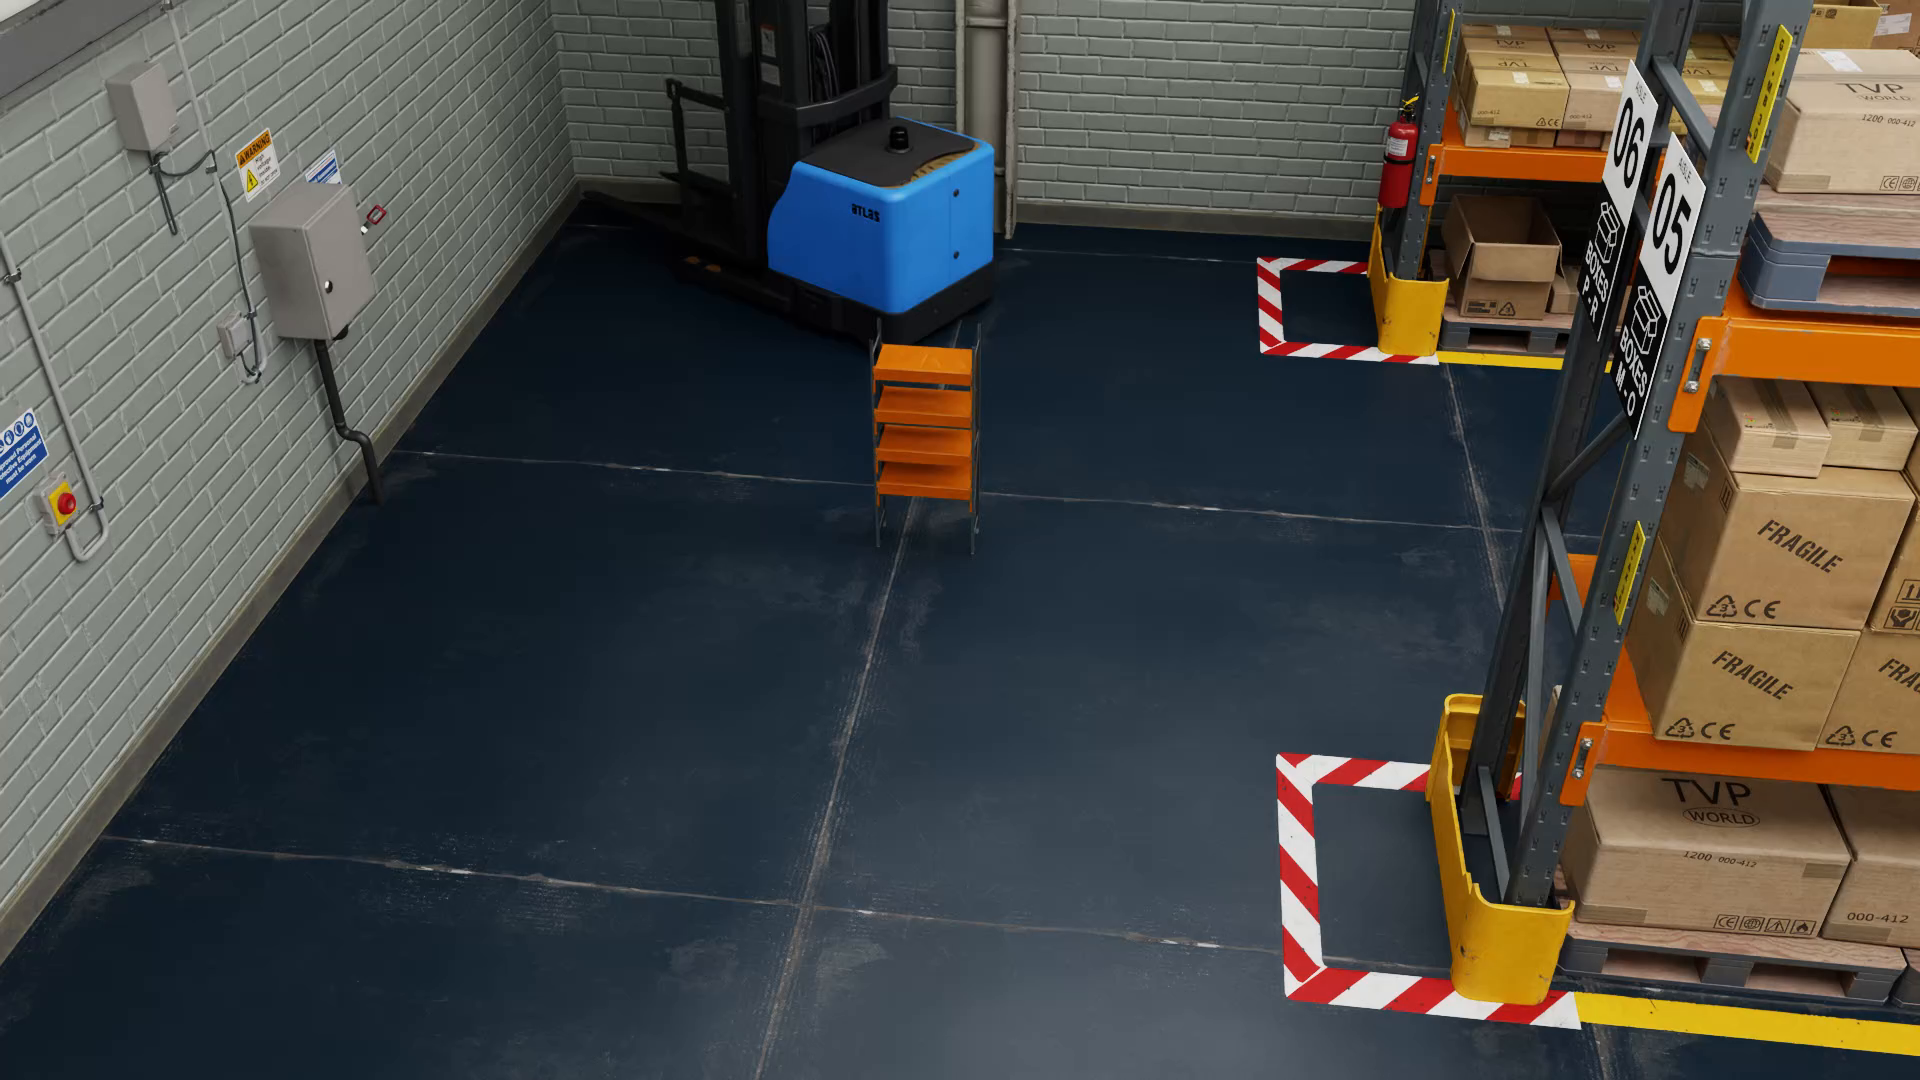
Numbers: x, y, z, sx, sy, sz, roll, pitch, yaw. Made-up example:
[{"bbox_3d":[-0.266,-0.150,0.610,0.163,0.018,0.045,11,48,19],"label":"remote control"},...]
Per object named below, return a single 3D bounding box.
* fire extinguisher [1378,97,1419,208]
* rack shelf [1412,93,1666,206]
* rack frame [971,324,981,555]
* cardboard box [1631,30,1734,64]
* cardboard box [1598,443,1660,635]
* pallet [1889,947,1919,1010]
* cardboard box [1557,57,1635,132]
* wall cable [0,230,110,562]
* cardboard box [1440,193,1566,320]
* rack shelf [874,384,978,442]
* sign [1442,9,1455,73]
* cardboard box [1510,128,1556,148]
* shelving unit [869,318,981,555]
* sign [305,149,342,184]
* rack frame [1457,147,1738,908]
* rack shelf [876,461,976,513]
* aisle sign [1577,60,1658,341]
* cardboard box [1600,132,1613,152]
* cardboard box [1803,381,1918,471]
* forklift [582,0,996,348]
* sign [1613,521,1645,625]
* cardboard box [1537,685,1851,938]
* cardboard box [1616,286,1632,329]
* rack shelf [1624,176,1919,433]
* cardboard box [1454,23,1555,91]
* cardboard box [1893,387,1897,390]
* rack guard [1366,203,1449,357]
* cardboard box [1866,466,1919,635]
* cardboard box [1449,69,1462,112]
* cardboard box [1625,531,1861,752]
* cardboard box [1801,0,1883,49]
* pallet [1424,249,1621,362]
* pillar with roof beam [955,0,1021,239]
[{"bbox_3d":[2.538,-2.254,9.571,0.183,0.674,0.296,4,36,6],"label":"fire extinguisher"},{"bbox_3d":[4.727,-2.252,9.800,4.000,0.370,1.077,4,36,6],"label":"rack shelf"},{"bbox_3d":[0.078,-0.483,8.250,0.015,1.200,0.240,4,36,6],"label":"rack frame"},{"bbox_3d":[4.235,-2.794,9.812,0.500,0.250,0.500,5,36,7],"label":"cardboard box"},{"bbox_3d":[2.627,0.010,5.925,0.500,0.500,0.500,4,36,6],"label":"cardboard box"},{"bbox_3d":[4.124,1.408,6.452,1.213,0.211,1.003,4,36,6],"label":"pallet"},{"bbox_3d":[3.659,-2.527,9.439,0.500,0.250,0.500,5,36,6],"label":"cardboard box"},{"bbox_3d":[-3.481,-0.663,6.052,0.123,1.953,0.585,4,36,6],"label":"wall cable"},{"bbox_3d":[3.338,-1.748,10.262,0.637,0.503,0.797,3,36,4],"label":"cardboard box"},{"bbox_3d":[-0.164,-0.628,8.185,0.480,0.148,0.258,4,36,6],"label":"rack shelf"},{"bbox_3d":[2.674,-2.733,9.109,0.005,0.325,0.100,4,36,6],"label":"sign"},{"bbox_3d":[3.292,-2.416,9.627,0.250,0.149,0.380,5,36,7],"label":"cardboard box"},{"bbox_3d":[-0.164,-0.501,8.276,0.503,1.200,0.258,4,36,6],"label":"shelving unit"},{"bbox_3d":[-3.211,-1.697,8.485,0.001,0.494,0.329,4,36,6],"label":"sign"},{"bbox_3d":[2.115,0.167,5.791,0.127,3.000,1.000,4,36,6],"label":"rack frame"},{"bbox_3d":[-0.164,-0.284,8.430,0.480,0.148,0.258,4,36,6],"label":"rack shelf"},{"bbox_3d":[2.083,-1.075,5.293,0.004,0.787,0.394,4,36,6],"label":"aisle sign"},{"bbox_3d":[3.800,-2.363,9.552,0.250,0.149,0.380,5,36,7],"label":"cardboard box"},{"bbox_3d":[2.701,-0.380,5.053,0.250,0.149,0.380,5,36,7],"label":"cardboard box"},{"bbox_3d":[-1.248,-3.048,10.354,3.031,2.935,1.130,24,42,30],"label":"forklift"},{"bbox_3d":[2.038,0.102,5.069,0.005,0.325,0.100,4,36,6],"label":"sign"},{"bbox_3d":[2.782,1.030,6.425,0.875,0.438,0.875,3,36,4],"label":"cardboard box"},{"bbox_3d":[4.181,-1.661,10.142,0.500,0.500,0.700,6,36,8],"label":"cardboard box"},{"bbox_3d":[4.098,-0.613,4.921,4.000,0.370,1.077,4,36,6],"label":"rack shelf"},{"bbox_3d":[3.233,-2.872,9.922,0.500,0.250,0.500,5,36,7],"label":"cardboard box"},{"bbox_3d":[3.145,-0.360,5.583,0.500,0.500,0.500,4,36,6],"label":"cardboard box"},{"bbox_3d":[2.819,-1.670,10.517,0.348,0.500,1.175,4,36,6],"label":"rack guard"},{"bbox_3d":[3.068,-0.047,5.143,0.500,0.500,0.500,3,36,5],"label":"cardboard box"},{"bbox_3d":[3.106,-2.721,10.054,0.250,0.149,0.380,4,36,5],"label":"cardboard box"},{"bbox_3d":[2.554,0.328,5.480,0.500,0.500,0.500,4,36,6],"label":"cardboard box"},{"bbox_3d":[4.647,-2.759,9.118,0.500,0.500,0.500,5,36,7],"label":"cardboard box"},{"bbox_3d":[3.609,-1.494,10.519,1.213,0.211,1.003,4,36,6],"label":"pallet"},{"bbox_3d":[-0.365,-3.373,5.587,0.400,9.000,9.100,4,36,6],"label":"pillar with roof beam"}]
